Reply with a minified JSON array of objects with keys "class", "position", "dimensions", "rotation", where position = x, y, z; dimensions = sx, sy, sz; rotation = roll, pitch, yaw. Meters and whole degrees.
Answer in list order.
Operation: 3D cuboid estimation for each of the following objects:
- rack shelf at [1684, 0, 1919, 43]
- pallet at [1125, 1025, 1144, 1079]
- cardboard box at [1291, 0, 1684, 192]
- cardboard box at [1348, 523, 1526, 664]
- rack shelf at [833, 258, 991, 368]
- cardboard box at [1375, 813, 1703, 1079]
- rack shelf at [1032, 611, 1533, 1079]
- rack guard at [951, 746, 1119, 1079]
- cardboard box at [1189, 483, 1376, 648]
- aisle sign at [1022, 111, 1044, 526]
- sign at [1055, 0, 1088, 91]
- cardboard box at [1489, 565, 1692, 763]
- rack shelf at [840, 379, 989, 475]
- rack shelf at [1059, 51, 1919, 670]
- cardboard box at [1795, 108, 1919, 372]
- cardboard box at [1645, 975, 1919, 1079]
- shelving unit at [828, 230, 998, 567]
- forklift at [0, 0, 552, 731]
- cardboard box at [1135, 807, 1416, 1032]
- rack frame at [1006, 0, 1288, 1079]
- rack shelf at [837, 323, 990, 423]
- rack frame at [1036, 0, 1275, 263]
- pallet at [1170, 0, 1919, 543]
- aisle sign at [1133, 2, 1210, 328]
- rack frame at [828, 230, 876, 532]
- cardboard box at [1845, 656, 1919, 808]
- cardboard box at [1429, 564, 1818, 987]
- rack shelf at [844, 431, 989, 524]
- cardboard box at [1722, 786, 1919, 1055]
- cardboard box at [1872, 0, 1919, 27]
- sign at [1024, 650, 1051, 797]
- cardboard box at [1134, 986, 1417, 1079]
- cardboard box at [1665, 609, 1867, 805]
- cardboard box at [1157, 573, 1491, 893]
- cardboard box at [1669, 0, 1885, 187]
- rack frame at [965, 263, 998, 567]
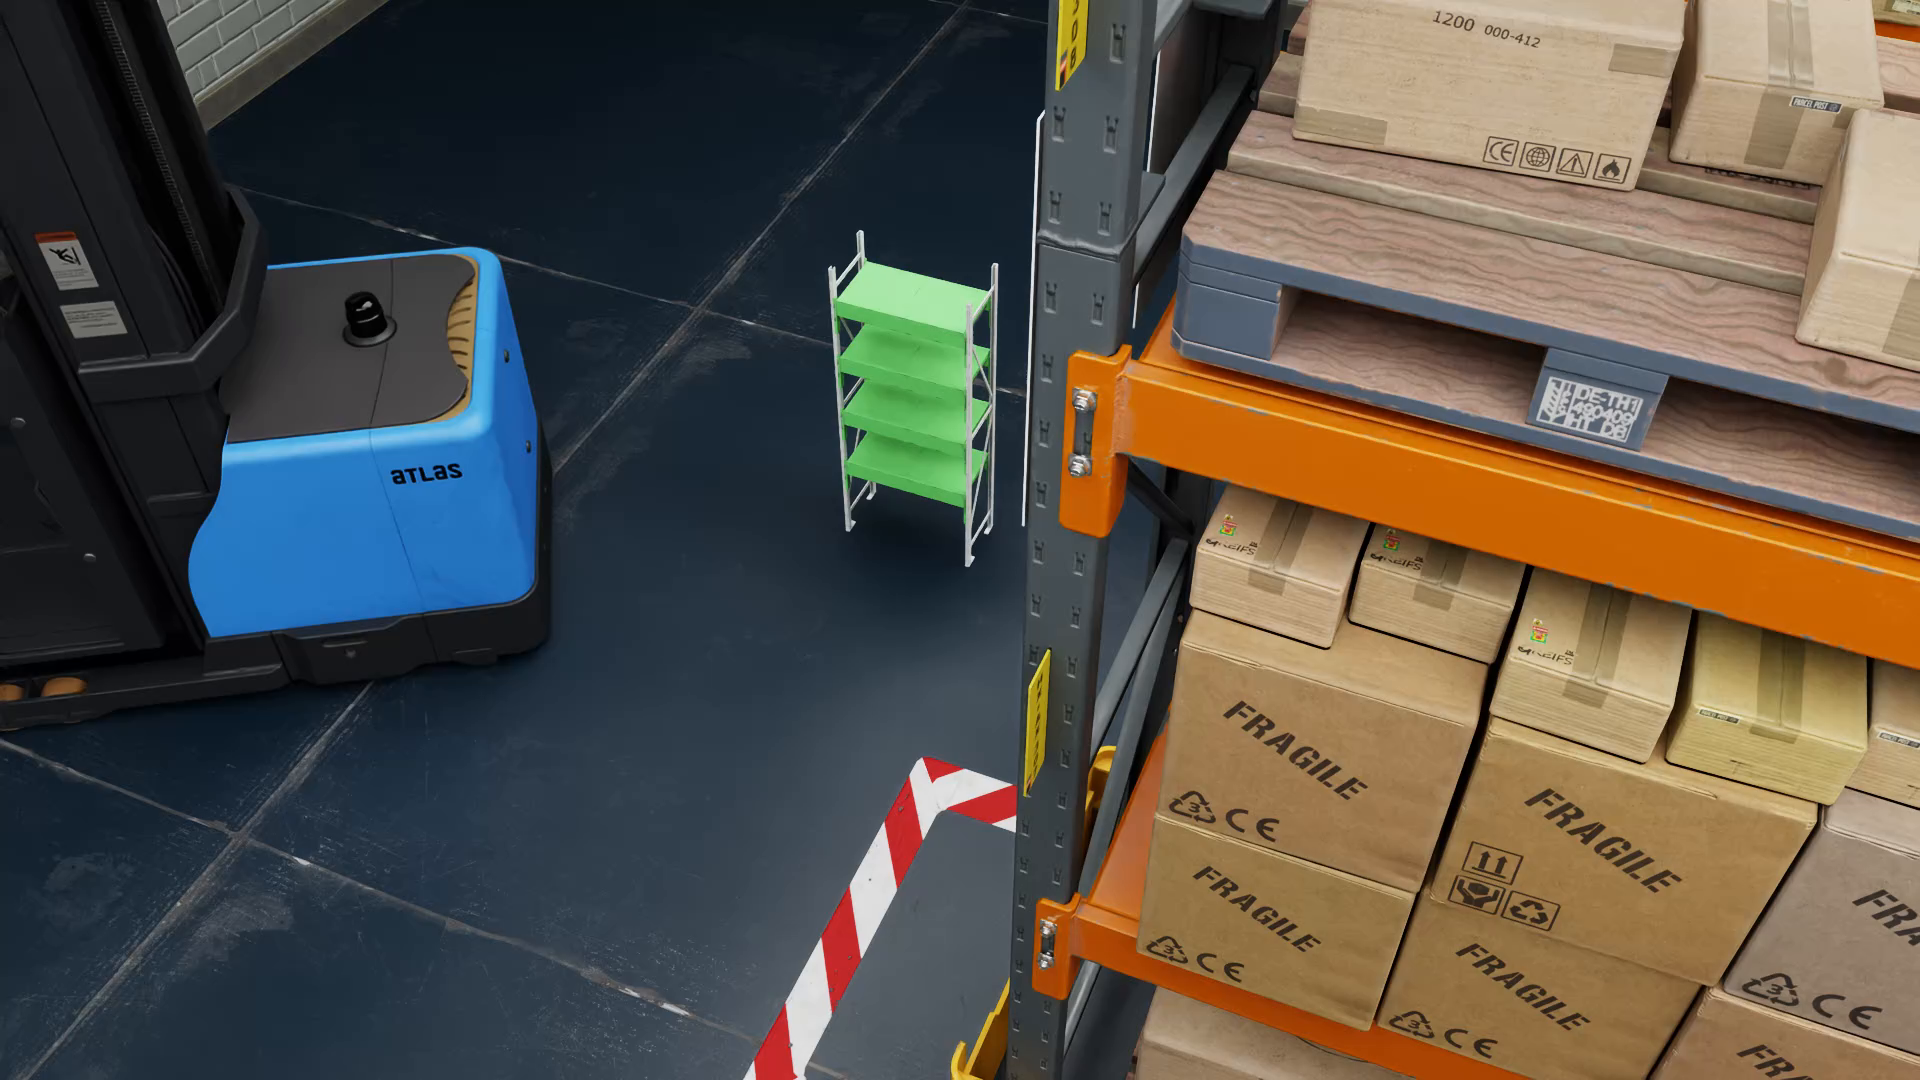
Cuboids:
[{"class":"rack shelf","position":[4.116,-2.113,6.757],"dimensions":[4.000,0.370,1.077],"rotation":[16,47,16]},{"class":"pallet","position":[1.131,1.476,4.617],"dimensions":[1.213,0.211,1.003],"rotation":[16,47,16]},{"class":"cardboard box","position":[0.813,-0.810,2.548],"dimensions":[0.500,0.250,0.500],"rotation":[12,46,12]},{"class":"cardboard box","position":[0.853,0.002,2.881],"dimensions":[0.250,0.149,0.380],"rotation":[17,47,17]},{"class":"rack shelf","position":[-0.153,-0.765,5.578],"dimensions":[0.480,0.148,0.258],"rotation":[16,47,16]},{"class":"cardboard box","position":[1.173,0.722,3.327],"dimensions":[0.500,0.500,0.500],"rotation":[16,47,15]},{"class":"rack shelf","position":[2.209,1.119,3.509],"dimensions":[4.000,0.370,1.077],"rotation":[16,47,16]},{"class":"rack guard","position":[0.341,1.200,4.689],"dimensions":[0.348,0.500,1.175],"rotation":[16,47,16]},{"class":"cardboard box","position":[0.584,-0.022,2.906],"dimensions":[0.250,0.149,0.380],"rotation":[17,47,17]},{"class":"aisle sign","position":[0.185,-0.431,2.714],"dimensions":[0.004,0.787,0.394],"rotation":[16,47,16]},{"class":"sign","position":[0.143,-0.721,2.045],"dimensions":[0.005,0.325,0.100],"rotation":[16,47,16]},{"class":"cardboard box","position":[1.049,0.148,2.735],"dimensions":[0.250,0.149,0.380],"rotation":[18,48,17]},{"class":"rack shelf","position":[-0.153,-0.425,5.917],"dimensions":[0.480,0.148,0.258],"rotation":[16,47,16]},{"class":"rack shelf","position":[2.209,0.056,2.451],"dimensions":[4.000,0.370,1.077],"rotation":[16,47,16]},{"class":"cardboard box","position":[1.278,-0.393,2.201],"dimensions":[0.250,0.149,0.380],"rotation":[18,48,17]},{"class":"cardboard box","position":[1.635,0.872,3.176],"dimensions":[0.500,0.500,0.500],"rotation":[16,47,16]},{"class":"shelving unit","position":[-0.153,-0.470,5.872],"dimensions":[0.503,1.200,0.258],"rotation":[16,47,16]},{"class":"forklift","position":[-3.002,-0.800,4.976],"dimensions":[3.031,2.935,1.130],"rotation":[-7,45,-7]},{"class":"cardboard box","position":[0.695,0.603,3.447],"dimensions":[0.500,0.500,0.500],"rotation":[16,47,16]},{"class":"rack frame","position":[0.363,0.321,3.801],"dimensions":[0.127,3.000,1.000],"rotation":[16,47,16]},{"class":"rack shelf","position":[-0.153,-0.595,5.748],"dimensions":[0.480,0.148,0.258],"rotation":[16,47,16]},{"class":"rack frame","position":[0.363,-1.806,1.685],"dimensions":[0.127,3.000,1.000],"rotation":[16,47,16]},{"class":"pallet","position":[1.051,-0.516,2.579],"dimensions":[1.213,0.211,1.003],"rotation":[16,47,16]},{"class":"aisle sign","position":[0.416,-0.822,3.106],"dimensions":[0.004,0.787,0.394],"rotation":[16,47,16]},{"class":"rack frame","position":[-0.378,-0.537,5.939],"dimensions":[0.015,1.200,0.240],"rotation":[16,47,16]},{"class":"cardboard box","position":[1.561,0.244,2.638],"dimensions":[0.250,0.149,0.380],"rotation":[17,47,16]},{"class":"cardboard box","position":[1.176,0.382,2.959],"dimensions":[0.500,0.500,0.500],"rotation":[15,47,15]},{"class":"rack shelf","position":[-0.153,-0.255,6.086],"dimensions":[0.480,0.148,0.258],"rotation":[16,47,16]},{"class":"cardboard box","position":[1.654,0.517,2.824],"dimensions":[0.500,0.500,0.500],"rotation":[16,47,16]},{"class":"cardboard box","position":[3.638,-2.172,6.485],"dimensions":[0.250,0.149,0.380],"rotation":[15,47,15]},{"class":"sign","position":[0.143,0.346,3.106],"dimensions":[0.005,0.325,0.100],"rotation":[16,47,16]},{"class":"cardboard box","position":[1.010,1.194,4.442],"dimensions":[0.875,0.438,0.875],"rotation":[15,47,15]},{"class":"cardboard box","position":[1.299,0.207,2.675],"dimensions":[0.250,0.149,0.380],"rotation":[15,47,15]},{"class":"cardboard box","position":[0.696,0.247,3.096],"dimensions":[0.500,0.500,0.500],"rotation":[15,47,15]},{"class":"cardboard box","position":[1.230,-0.712,2.522],"dimensions":[0.250,0.149,0.380],"rotation":[13,46,13]},{"class":"rack frame","position":[0.072,-0.404,5.805],"dimensions":[0.015,1.200,0.240],"rotation":[16,47,16]}]
